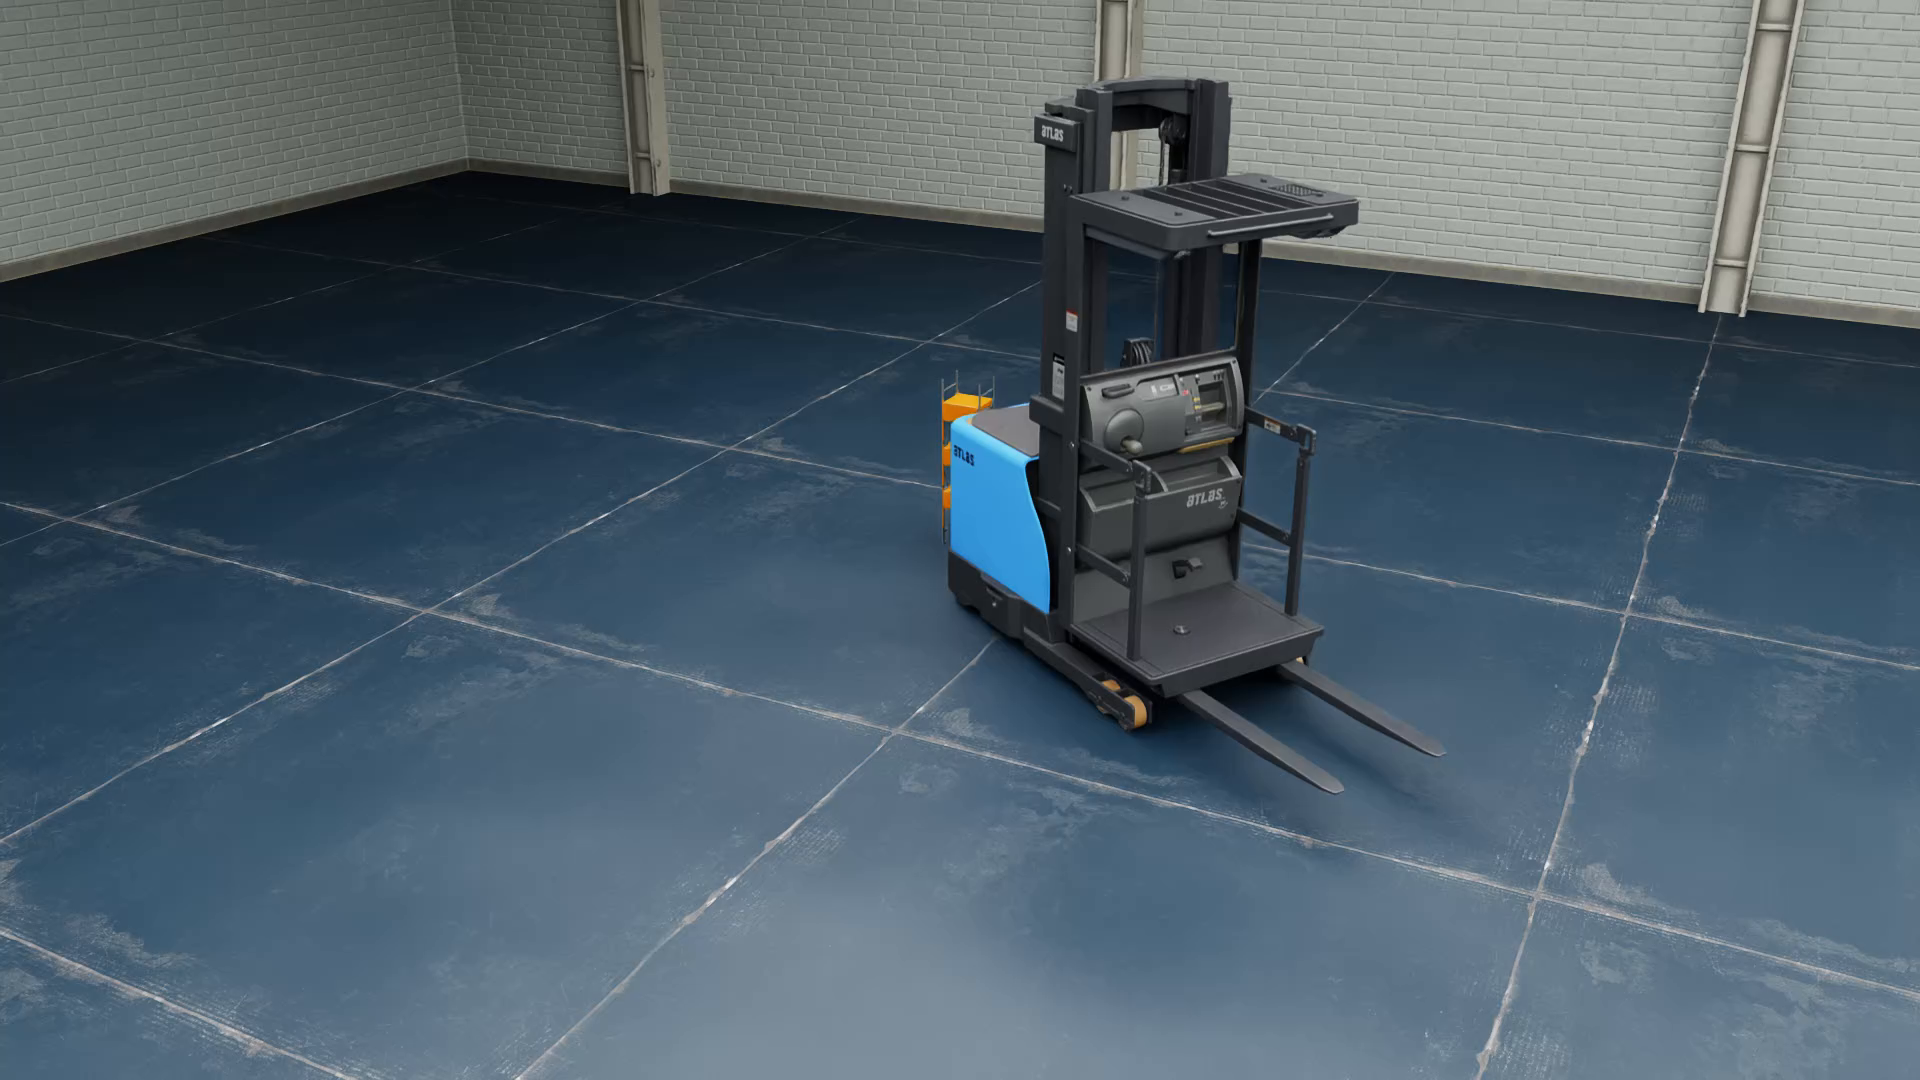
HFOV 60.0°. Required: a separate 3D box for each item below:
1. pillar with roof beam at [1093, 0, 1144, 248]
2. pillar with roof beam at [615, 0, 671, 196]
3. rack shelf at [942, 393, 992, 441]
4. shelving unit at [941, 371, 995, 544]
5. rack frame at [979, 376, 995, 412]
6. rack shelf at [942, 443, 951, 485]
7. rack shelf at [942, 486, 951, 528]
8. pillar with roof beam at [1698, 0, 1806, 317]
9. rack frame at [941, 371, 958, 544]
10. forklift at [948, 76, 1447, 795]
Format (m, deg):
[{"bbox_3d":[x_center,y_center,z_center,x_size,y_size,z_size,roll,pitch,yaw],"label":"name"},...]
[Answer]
[{"bbox_3d":[-0.336,-5.793,12.373,0.400,9.000,9.100,11,25,25],"label":"pillar with roof beam"},{"bbox_3d":[-5.691,-6.852,14.865,0.400,9.000,9.100,11,25,25],"label":"pillar with roof beam"},{"bbox_3d":[0.048,-0.725,9.915,0.240,0.259,0.215,11,25,25],"label":"rack shelf"},{"bbox_3d":[0.048,-0.474,10.022,0.252,1.050,0.215,11,25,25],"label":"shelving unit"},{"bbox_3d":[0.157,-0.452,9.972,0.008,1.050,0.200,11,25,25],"label":"rack frame"},{"bbox_3d":[0.048,-0.464,10.026,0.240,0.259,0.215,11,25,25],"label":"rack shelf"},{"bbox_3d":[0.048,-0.208,10.135,0.240,0.259,0.215,11,25,25],"label":"rack shelf"},{"bbox_3d":[5.018,-4.734,9.882,0.400,9.000,9.100,11,25,25],"label":"pillar with roof beam"},{"bbox_3d":[-0.061,-0.495,10.073,0.008,1.050,0.200,11,25,25],"label":"rack frame"},{"bbox_3d":[1.118,-0.631,7.990,1.130,2.935,3.031,-13,26,-28],"label":"forklift"}]
